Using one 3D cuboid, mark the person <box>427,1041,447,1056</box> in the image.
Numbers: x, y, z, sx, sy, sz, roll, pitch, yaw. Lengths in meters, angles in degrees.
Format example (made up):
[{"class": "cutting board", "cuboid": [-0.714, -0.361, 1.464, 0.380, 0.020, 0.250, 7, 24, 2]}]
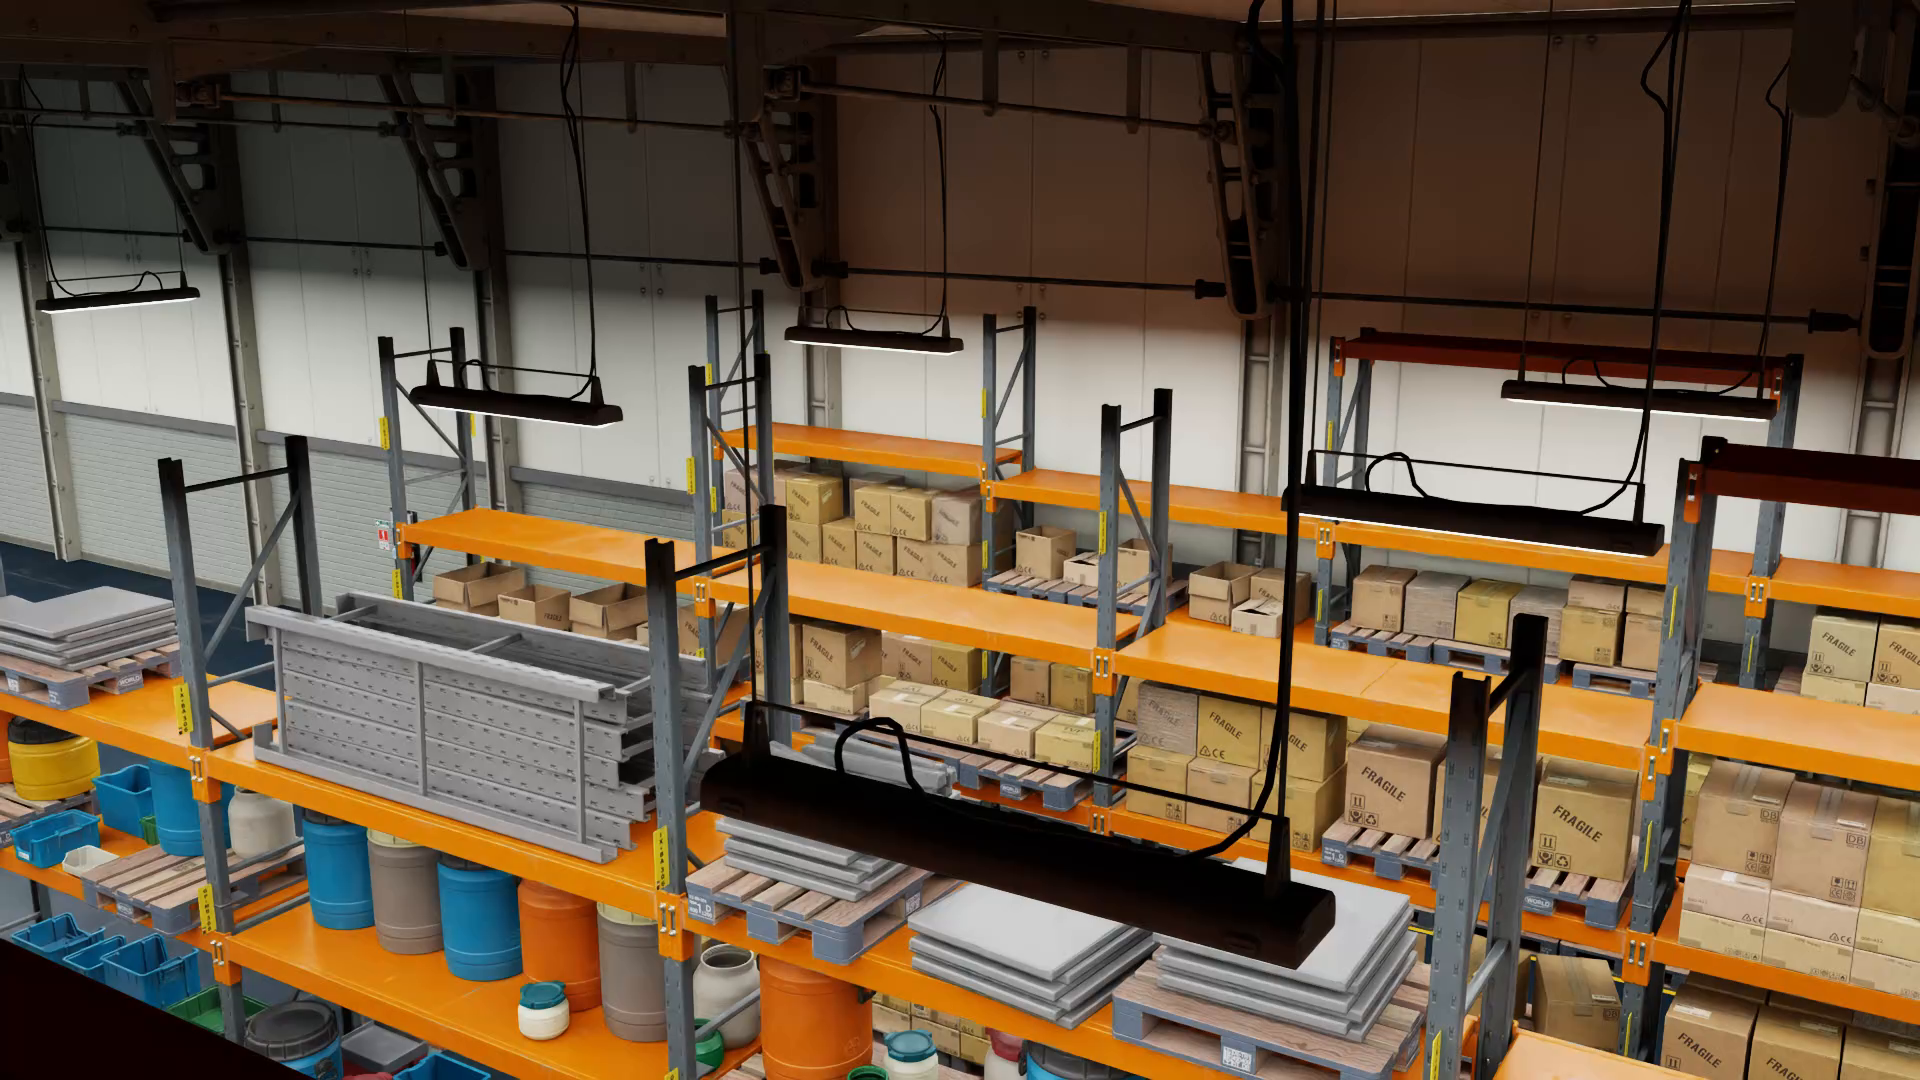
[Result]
[{"class": "person", "cuboid": [-4.445, 4.022, 13.476, 0.776, 1.685, 0.608, 5, 15, 20]}]
